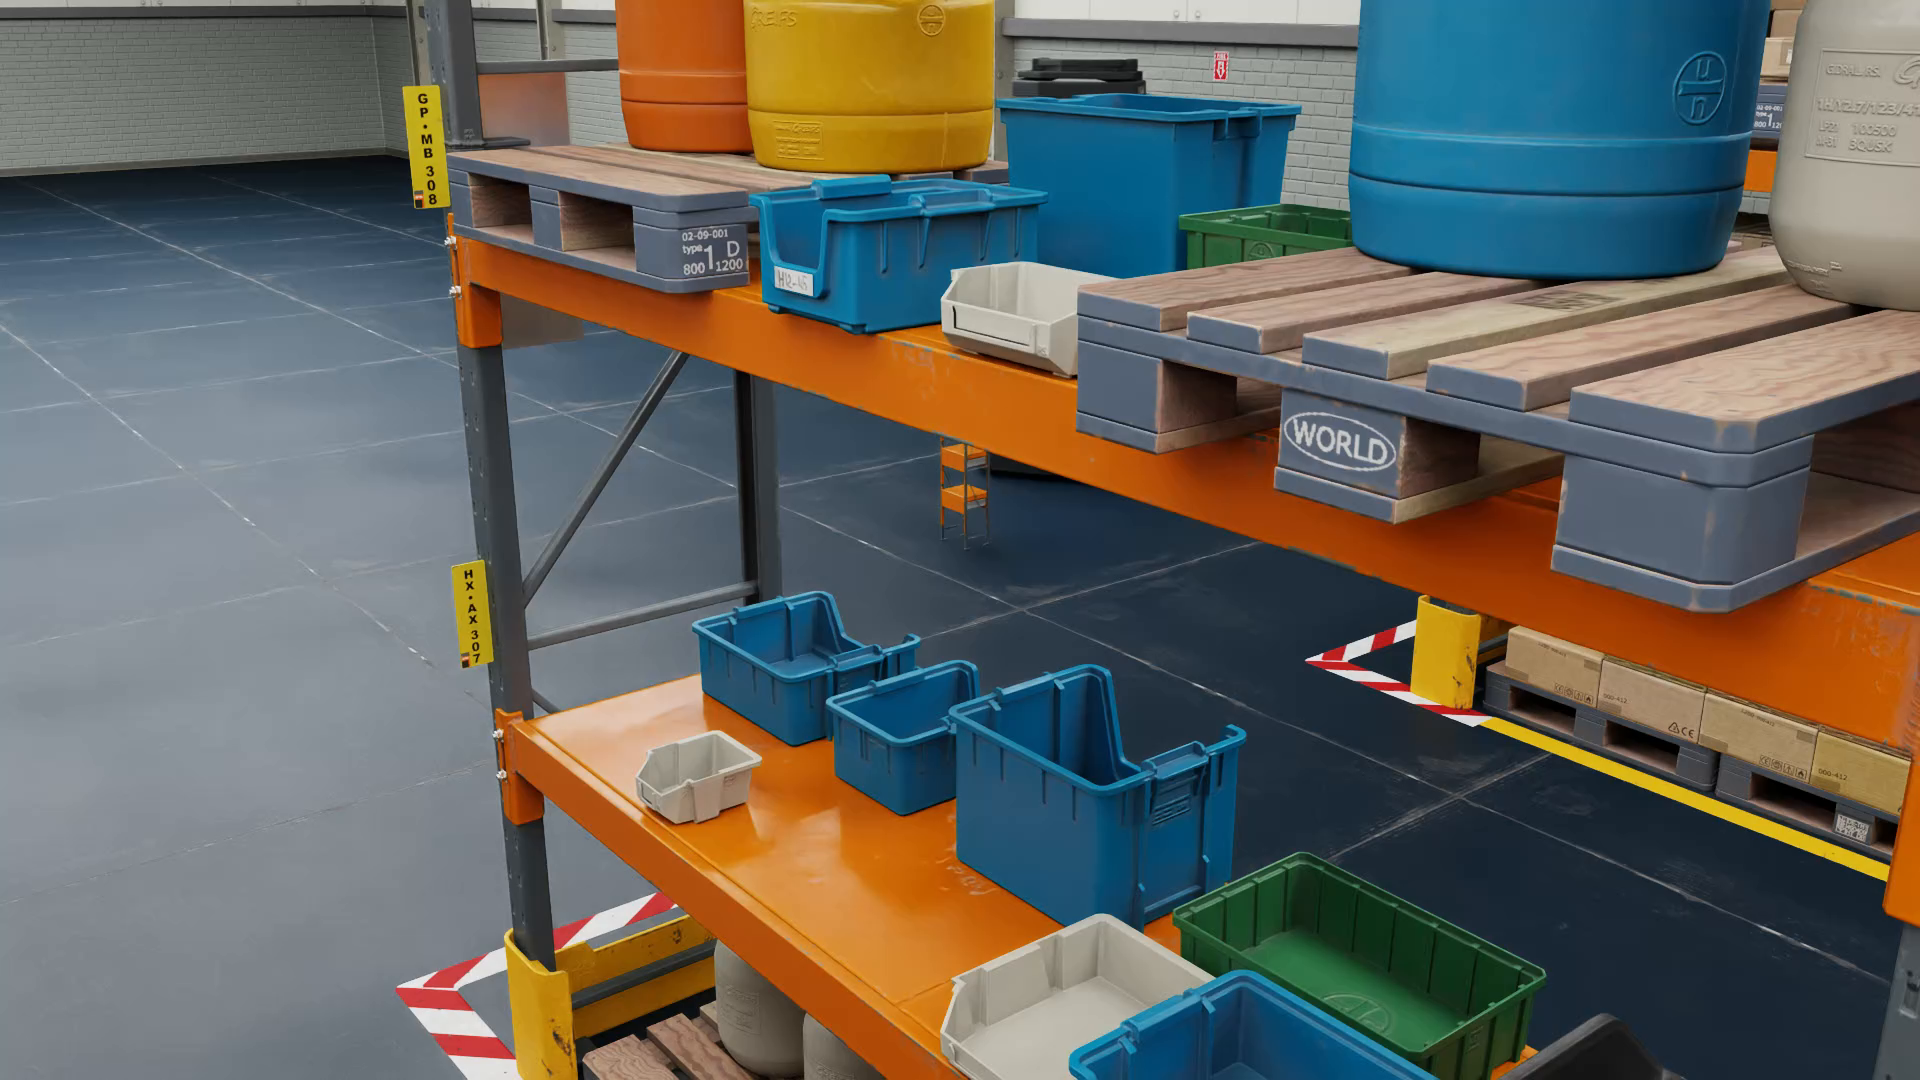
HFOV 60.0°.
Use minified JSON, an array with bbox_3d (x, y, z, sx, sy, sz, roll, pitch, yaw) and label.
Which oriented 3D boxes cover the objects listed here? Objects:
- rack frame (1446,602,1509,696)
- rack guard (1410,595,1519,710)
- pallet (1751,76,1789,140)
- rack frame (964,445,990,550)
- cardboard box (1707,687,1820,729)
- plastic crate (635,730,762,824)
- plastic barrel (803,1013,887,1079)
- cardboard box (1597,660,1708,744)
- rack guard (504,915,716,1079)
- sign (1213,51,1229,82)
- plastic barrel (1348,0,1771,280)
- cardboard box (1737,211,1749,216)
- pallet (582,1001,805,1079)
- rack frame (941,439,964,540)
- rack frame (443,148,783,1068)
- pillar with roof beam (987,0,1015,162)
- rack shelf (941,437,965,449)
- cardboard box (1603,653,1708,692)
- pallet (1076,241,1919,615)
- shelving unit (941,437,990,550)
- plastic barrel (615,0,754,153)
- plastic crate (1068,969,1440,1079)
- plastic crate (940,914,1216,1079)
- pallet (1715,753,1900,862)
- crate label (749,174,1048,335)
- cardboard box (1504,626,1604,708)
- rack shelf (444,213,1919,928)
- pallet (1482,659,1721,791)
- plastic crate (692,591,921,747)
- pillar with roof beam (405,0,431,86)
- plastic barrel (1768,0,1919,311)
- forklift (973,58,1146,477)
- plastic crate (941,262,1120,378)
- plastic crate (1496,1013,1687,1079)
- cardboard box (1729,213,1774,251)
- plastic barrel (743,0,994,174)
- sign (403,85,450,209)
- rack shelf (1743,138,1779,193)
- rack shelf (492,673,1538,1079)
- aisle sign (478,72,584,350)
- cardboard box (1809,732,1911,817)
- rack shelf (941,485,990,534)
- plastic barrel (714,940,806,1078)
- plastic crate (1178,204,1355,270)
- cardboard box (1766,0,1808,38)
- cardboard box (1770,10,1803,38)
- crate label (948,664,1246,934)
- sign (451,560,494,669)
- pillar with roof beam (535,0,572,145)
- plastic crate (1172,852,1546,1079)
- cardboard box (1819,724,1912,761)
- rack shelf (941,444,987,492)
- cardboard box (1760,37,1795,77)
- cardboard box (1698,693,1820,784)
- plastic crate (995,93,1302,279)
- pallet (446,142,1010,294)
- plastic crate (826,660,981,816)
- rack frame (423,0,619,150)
[{"bbox_3d":[2.861,-0.718,8.258,1.000,3.000,0.127,-14,23,-36],"label":"rack frame"},{"bbox_3d":[2.847,0.463,8.669,1.175,0.500,0.348,-14,23,-36],"label":"rack guard"},{"bbox_3d":[3.280,-1.920,7.259,1.003,0.211,1.213,-14,23,-36],"label":"pallet"},{"bbox_3d":[0.109,-0.455,10.567,0.200,1.050,0.008,-14,23,-36],"label":"rack frame"},{"bbox_3d":[3.653,0.451,7.240,0.500,0.500,0.500,-14,23,-36],"label":"cardboard box"},{"bbox_3d":[-0.720,0.657,4.527,0.298,0.136,0.250,-14,23,-36],"label":"plastic crate"},{"bbox_3d":[-0.244,1.501,4.848,0.421,0.512,0.421,0,18,0],"label":"plastic barrel"},{"bbox_3d":[3.333,0.686,7.724,0.500,0.250,0.500,-14,23,-36],"label":"cardboard box"},{"bbox_3d":[-0.940,1.444,5.705,1.175,0.500,0.348,-14,23,-36],"label":"rack guard"},{"bbox_3d":[2.698,-4.898,17.196,0.001,0.298,0.199,-14,23,-36],"label":"sign"},{"bbox_3d":[0.926,-0.894,2.552,0.600,0.901,0.708,-14,23,-36],"label":"plastic barrel"},{"bbox_3d":[3.174,-1.250,7.644,0.700,0.500,0.500,-14,23,-36],"label":"cardboard box"},{"bbox_3d":[-0.439,1.783,5.143,1.003,0.211,1.213,-14,23,-36],"label":"pallet"},{"bbox_3d":[-0.043,-0.515,10.748,0.200,1.050,0.008,-14,23,-36],"label":"rack frame"},{"bbox_3d":[-1.024,0.248,5.341,1.000,3.000,0.127,-14,23,-36],"label":"rack frame"},{"bbox_3d":[-2.970,-6.646,16.619,9.100,9.000,0.400,-14,23,-36],"label":"pillar with roof beam"},{"bbox_3d":[0.033,-0.745,10.572,0.215,0.259,0.240,-14,23,-36],"label":"rack shelf"},{"bbox_3d":[3.332,0.331,7.605,0.500,0.500,0.500,-14,23,-36],"label":"cardboard box"},{"bbox_3d":[0.935,-0.259,2.402,1.213,0.211,1.003,-14,23,-36],"label":"pallet"},{"bbox_3d":[0.033,-0.485,10.658,0.215,1.050,0.252,-14,23,-36],"label":"shelving unit"},{"bbox_3d":[-0.622,-1.484,4.449,0.600,0.830,0.708,-14,23,-36],"label":"plastic barrel"},{"bbox_3d":[0.560,1.085,3.051,0.499,0.251,0.616,-14,23,-36],"label":"plastic crate"},{"bbox_3d":[0.253,1.008,3.465,0.530,0.136,0.437,-14,23,-36],"label":"plastic crate"},{"bbox_3d":[4.122,1.087,7.244,1.003,0.211,1.213,-14,23,-36],"label":"pallet"},{"bbox_3d":[-0.121,-0.579,3.305,0.502,0.251,0.408,-14,23,-36],"label":"crate label"},{"bbox_3d":[3.020,0.564,8.094,0.500,0.250,0.500,-14,23,-36],"label":"cardboard box"},{"bbox_3d":[0.218,-0.341,3.494,1.077,0.370,4.000,-14,23,-36],"label":"rack shelf"},{"bbox_3d":[3.369,0.786,8.152,1.003,0.211,1.213,-14,23,-36],"label":"pallet"},{"bbox_3d":[-0.478,0.384,5.168,0.499,0.251,0.616,-14,23,-36],"label":"plastic crate"},{"bbox_3d":[-14.146,-11.082,30.014,9.100,9.000,0.400,-14,23,-36],"label":"pillar with roof beam"},{"bbox_3d":[1.346,-0.587,2.245,0.421,0.512,0.421,0,18,0],"label":"plastic barrel"},{"bbox_3d":[1.048,-2.249,12.991,1.130,2.935,3.031,6,19,18],"label":"forklift"},{"bbox_3d":[0.146,-0.382,2.890,0.243,0.136,0.396,-14,23,-36],"label":"plastic crate"},{"bbox_3d":[1.234,1.110,2.839,0.767,0.338,0.504,-14,23,-36],"label":"plastic crate"},{"bbox_3d":[3.505,-1.122,7.256,0.700,0.500,0.500,-15,23,-38],"label":"cardboard box"},{"bbox_3d":[-0.216,-1.208,4.000,0.600,0.588,0.600,0,18,0],"label":"plastic barrel"},{"bbox_3d":[-1.458,-1.074,4.547,0.100,0.325,0.005,-14,23,-36],"label":"sign"},{"bbox_3d":[4.103,-1.307,6.411,1.077,0.370,4.000,-14,23,-36],"label":"rack shelf"},{"bbox_3d":[0.218,1.083,3.966,1.077,0.370,4.000,-14,23,-36],"label":"rack shelf"},{"bbox_3d":[-1.298,-0.946,4.813,0.394,0.787,0.004,-14,23,-36],"label":"aisle sign"},{"bbox_3d":[3.950,0.934,6.977,0.500,0.250,0.500,-14,23,-36],"label":"cardboard box"},{"bbox_3d":[0.033,-0.211,10.748,0.215,0.259,0.240,-14,23,-36],"label":"rack shelf"},{"bbox_3d":[-0.555,1.377,5.221,0.421,0.512,0.421,0,18,0],"label":"plastic barrel"},{"bbox_3d":[0.694,-0.531,3.261,0.336,0.188,0.450,-14,23,-36],"label":"plastic crate"},{"bbox_3d":[3.215,-2.314,7.252,0.797,0.503,0.637,-12,22,-32],"label":"cardboard box"},{"bbox_3d":[3.783,-2.104,7.020,0.500,0.250,0.500,-14,23,-36],"label":"cardboard box"},{"bbox_3d":[0.331,0.632,4.125,0.502,0.435,0.616,-14,23,-36],"label":"crate label"},{"bbox_3d":[-1.458,0.223,4.976,0.100,0.325,0.005,-14,23,-36],"label":"sign"},{"bbox_3d":[-10.421,-9.603,25.549,9.100,9.000,0.400,-14,23,-36],"label":"pillar with roof beam"},{"bbox_3d":[0.838,0.945,3.574,0.450,0.188,0.662,-14,23,-36],"label":"plastic crate"},{"bbox_3d":[3.949,0.578,6.858,0.500,0.500,0.500,-14,23,-36],"label":"cardboard box"},{"bbox_3d":[0.033,-0.475,10.661,0.215,0.259,0.240,-14,23,-36],"label":"rack shelf"},{"bbox_3d":[3.454,-1.964,6.758,0.380,0.149,0.250,-14,23,-36],"label":"cardboard box"},{"bbox_3d":[3.643,0.810,7.352,0.500,0.250,0.500,-14,23,-36],"label":"cardboard box"},{"bbox_3d":[0.396,-0.757,3.630,0.392,0.384,0.575,-14,23,-36],"label":"plastic crate"},{"bbox_3d":[-0.587,-0.863,4.226,1.003,0.211,1.213,-14,23,-36],"label":"pallet"},{"bbox_3d":[-0.080,0.545,4.682,0.499,0.251,0.408,-14,23,-36],"label":"plastic crate"},{"bbox_3d":[-1.024,-2.600,4.398,1.000,3.000,0.127,-14,23,-36],"label":"rack frame"}]
